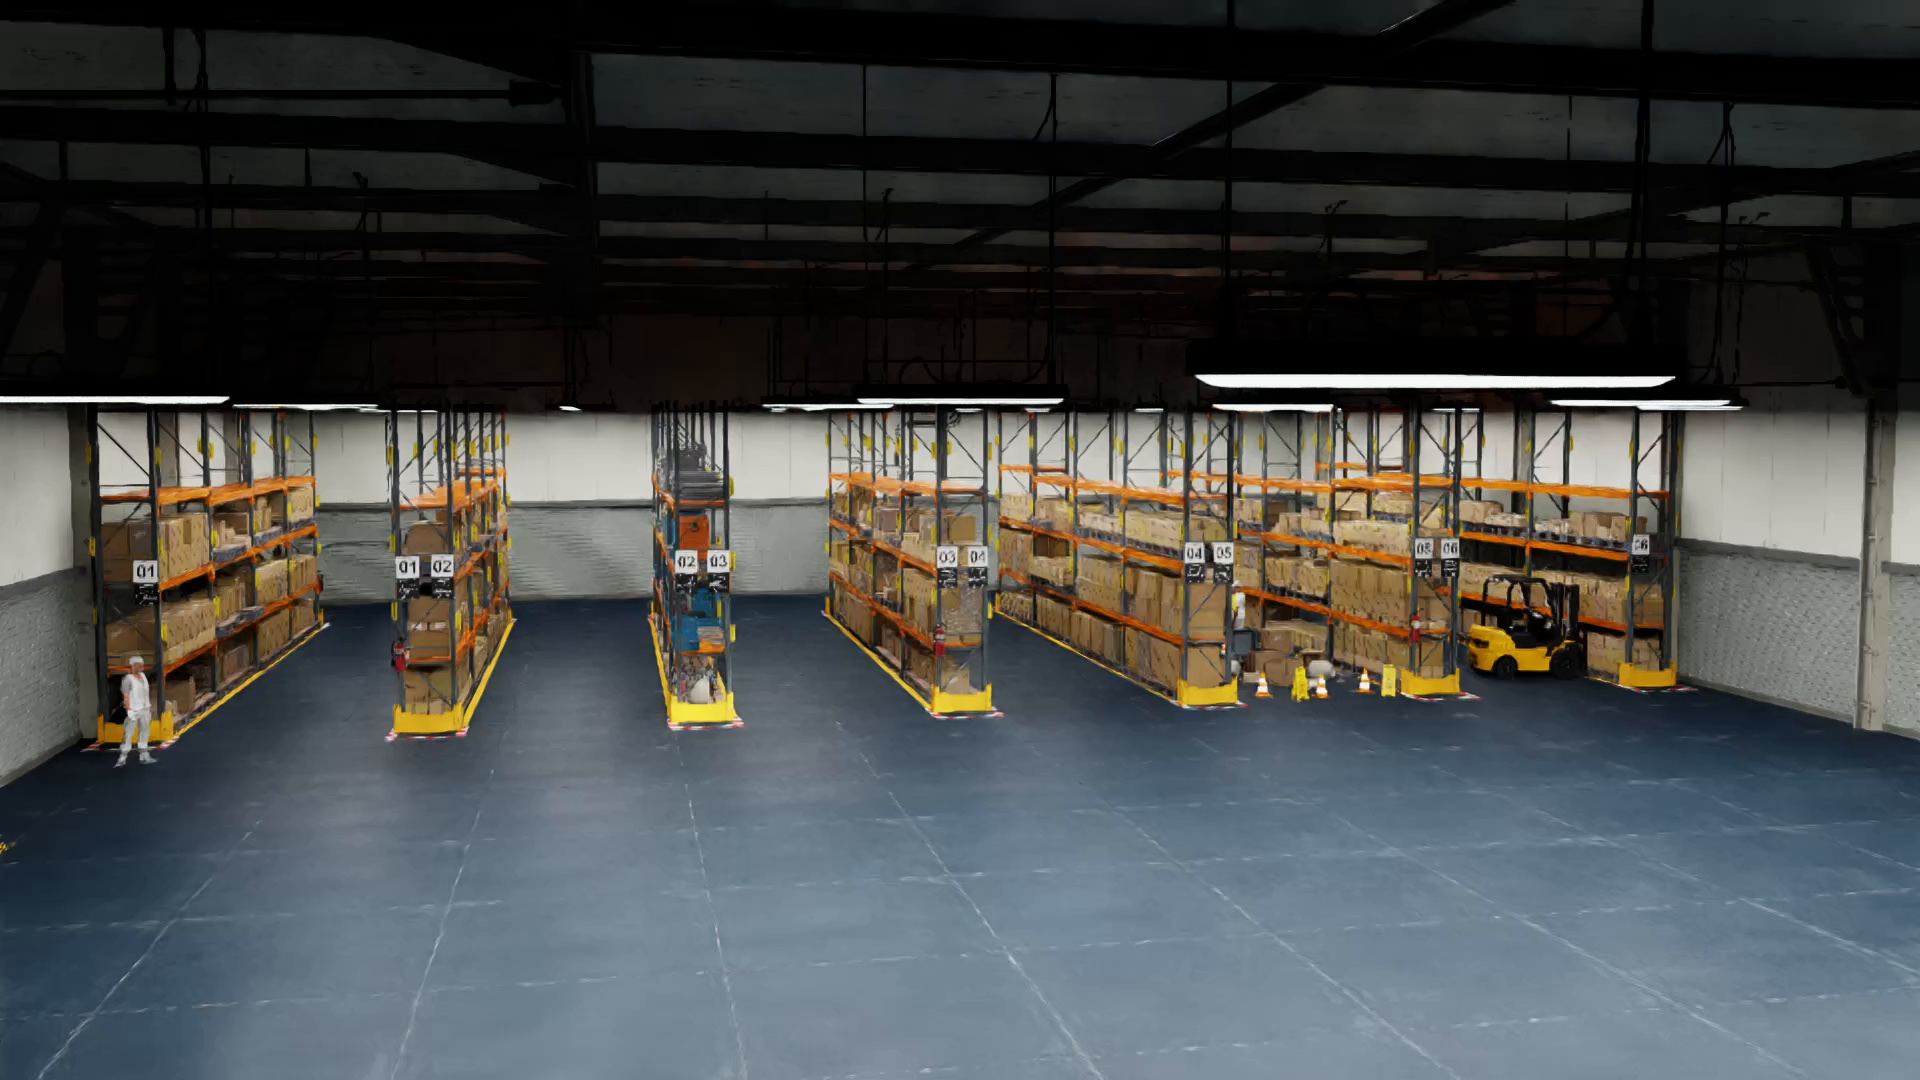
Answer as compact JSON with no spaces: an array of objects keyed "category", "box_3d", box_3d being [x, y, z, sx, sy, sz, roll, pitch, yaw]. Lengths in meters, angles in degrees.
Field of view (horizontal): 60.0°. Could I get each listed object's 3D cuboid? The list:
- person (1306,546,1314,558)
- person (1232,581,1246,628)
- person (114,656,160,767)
[{"category":"person","box_3d":[11.122,0.897,52.100,0.629,1.782,0.393,4,6,45]},{"category":"person","box_3d":[6.563,1.847,39.537,0.580,1.763,0.673,1,4,15]},{"category":"person","box_3d":[-13.463,2.787,27.099,0.453,1.792,0.686,1,5,19]}]
